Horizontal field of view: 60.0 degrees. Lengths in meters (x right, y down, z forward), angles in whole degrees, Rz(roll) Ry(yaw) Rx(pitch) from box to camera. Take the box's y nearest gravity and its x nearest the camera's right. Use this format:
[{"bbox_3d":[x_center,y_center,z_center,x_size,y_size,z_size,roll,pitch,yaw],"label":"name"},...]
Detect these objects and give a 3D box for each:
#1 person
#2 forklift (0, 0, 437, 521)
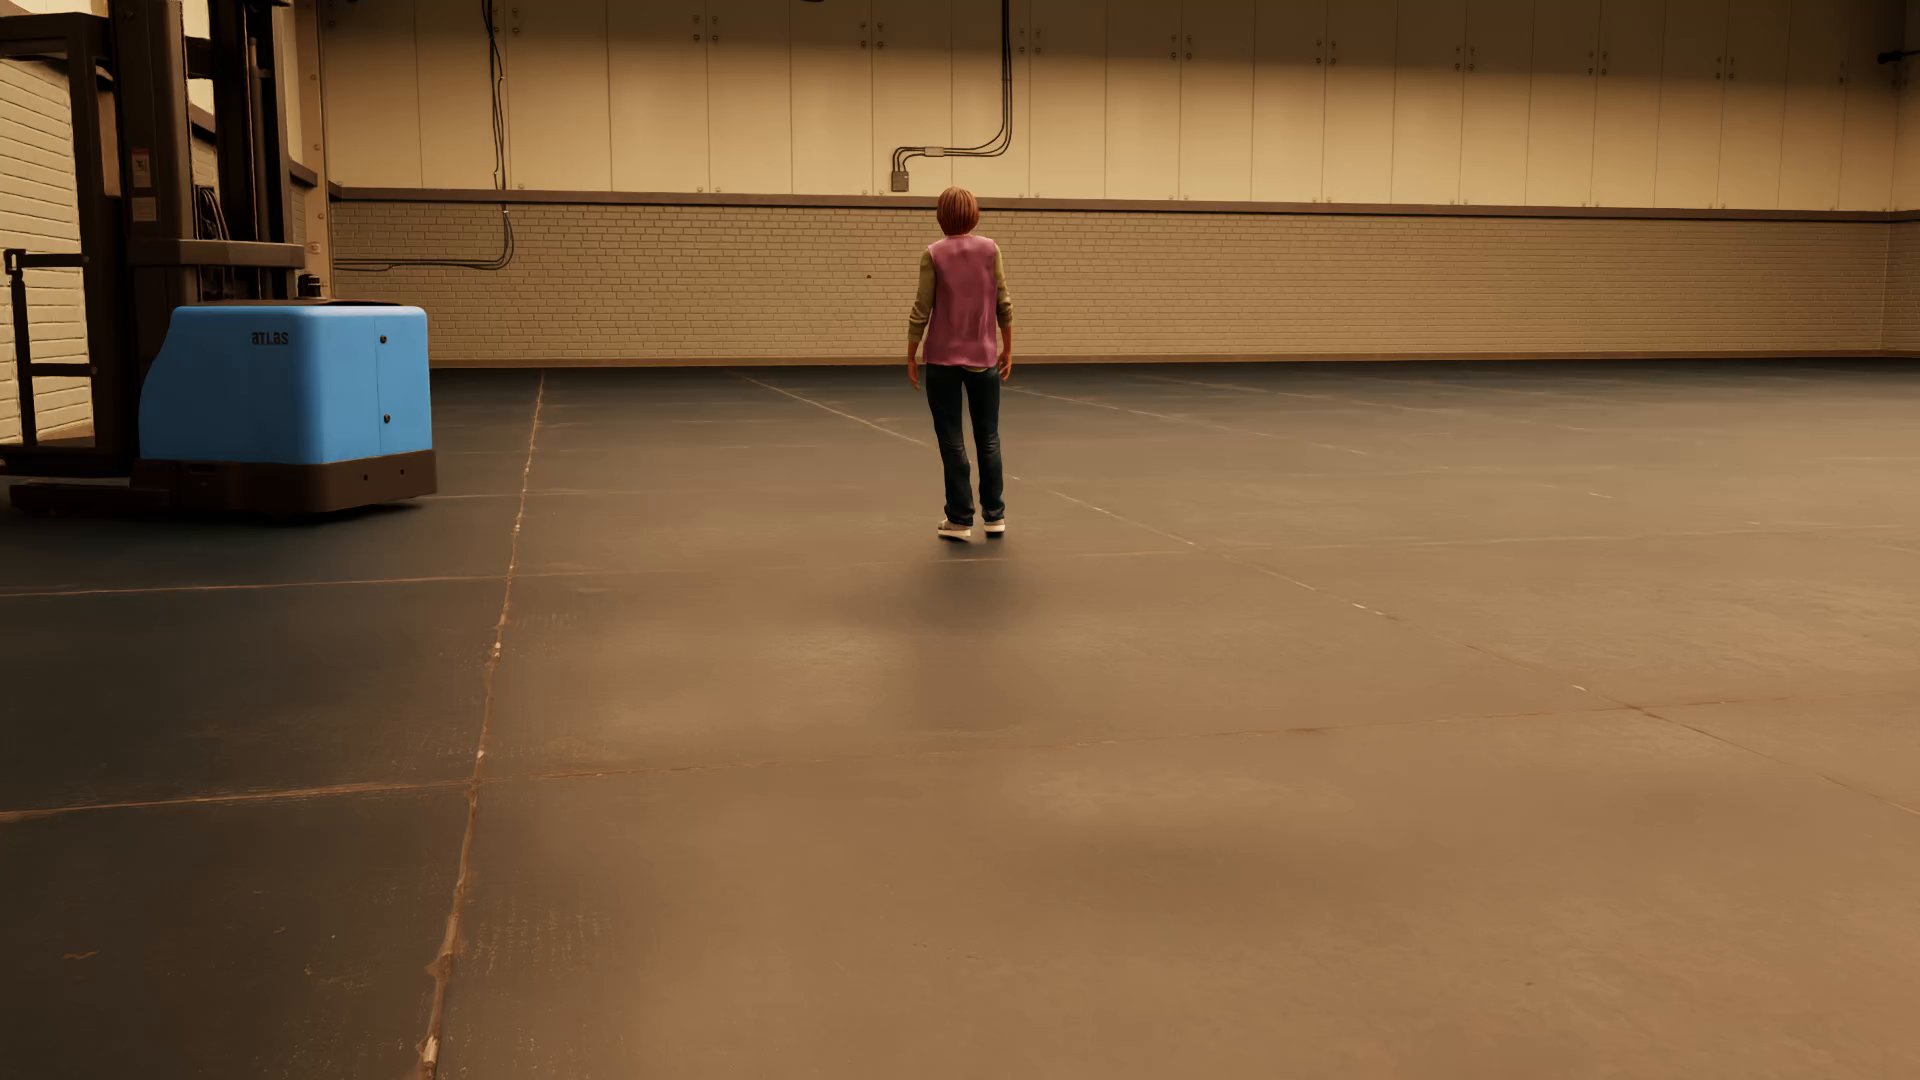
[{"bbox_3d":[-0.004,-0.809,7.671,0.520,1.599,0.473,-2,8,-13],"label":"person"},{"bbox_3d":[-4.413,-1.639,8.845,3.031,2.935,1.130,2,8,17],"label":"forklift"}]
